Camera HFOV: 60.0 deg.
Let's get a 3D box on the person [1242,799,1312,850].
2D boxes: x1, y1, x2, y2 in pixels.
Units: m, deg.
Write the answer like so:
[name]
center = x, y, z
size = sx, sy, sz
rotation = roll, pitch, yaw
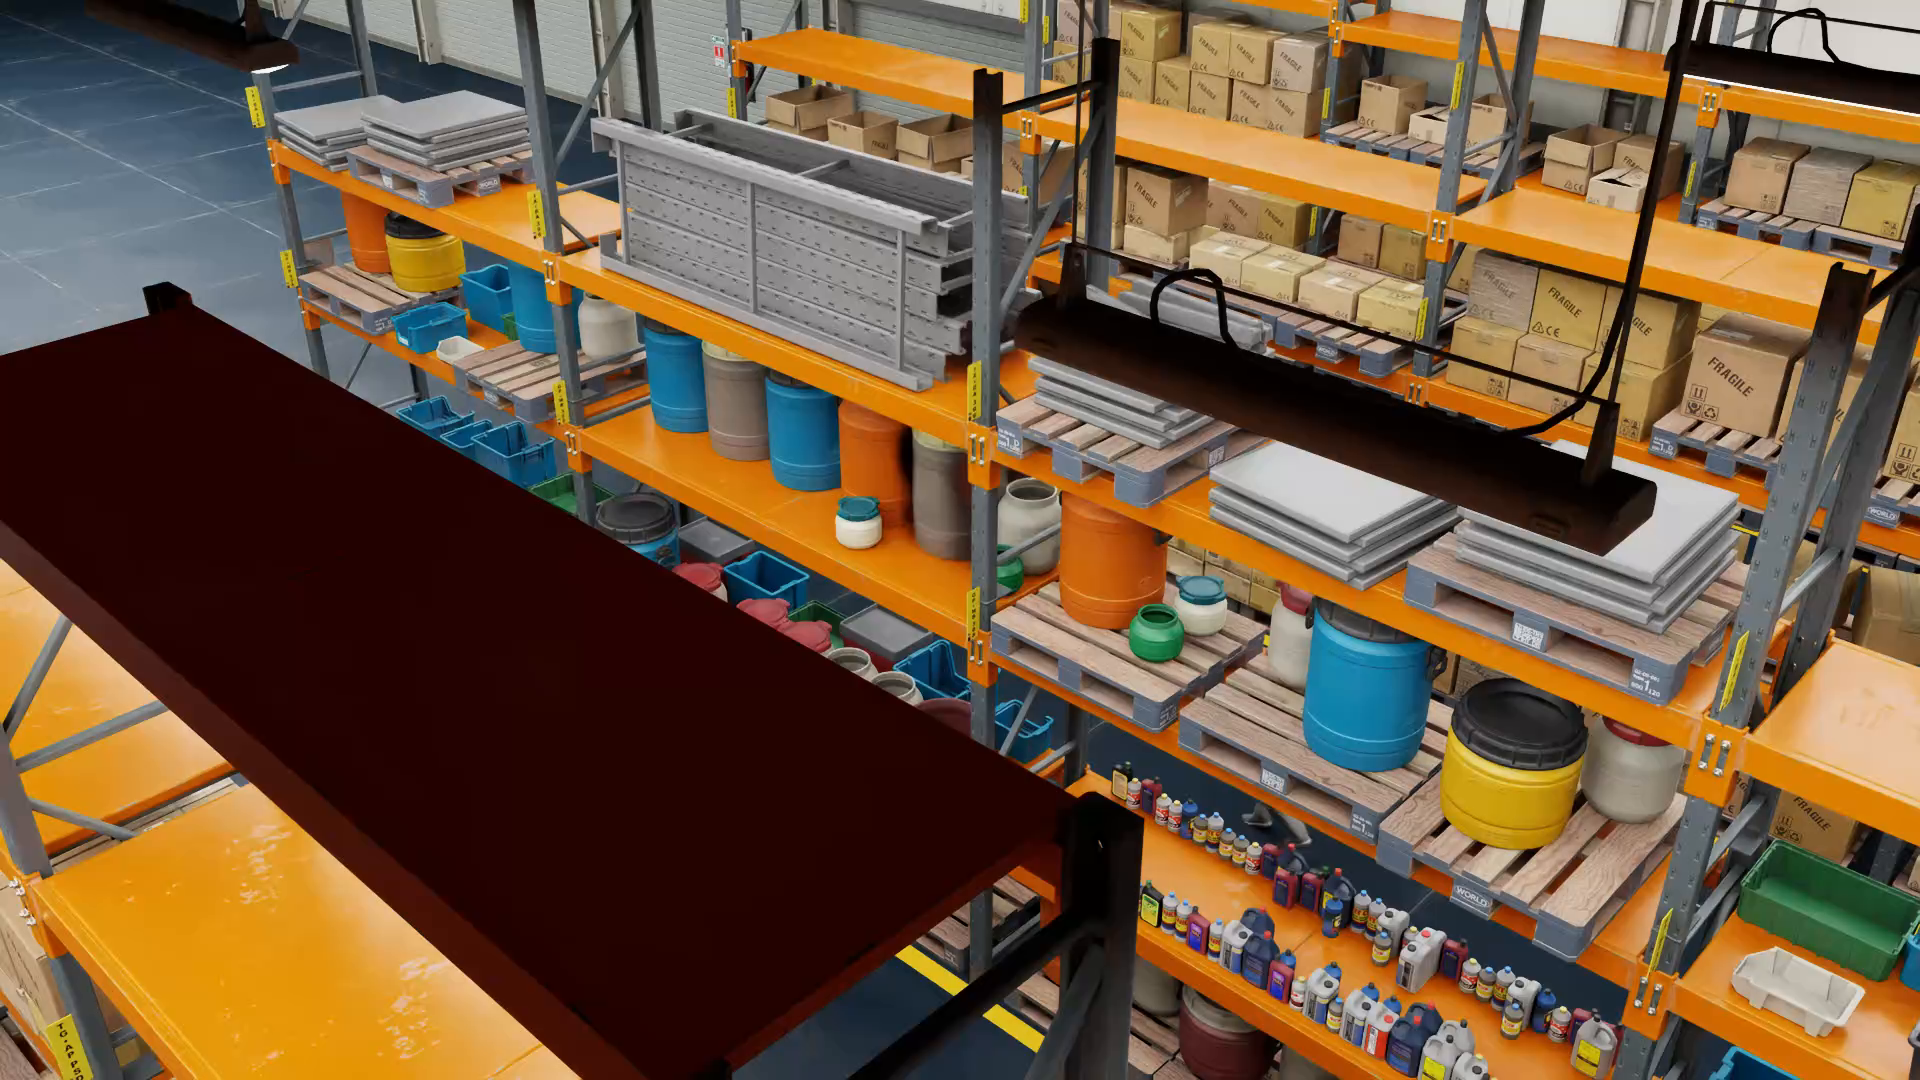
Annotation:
[person]
center = 2.335, 1.505, 11.899
size = 0.612, 1.731, 0.722
rotation = -21, 35, -32
